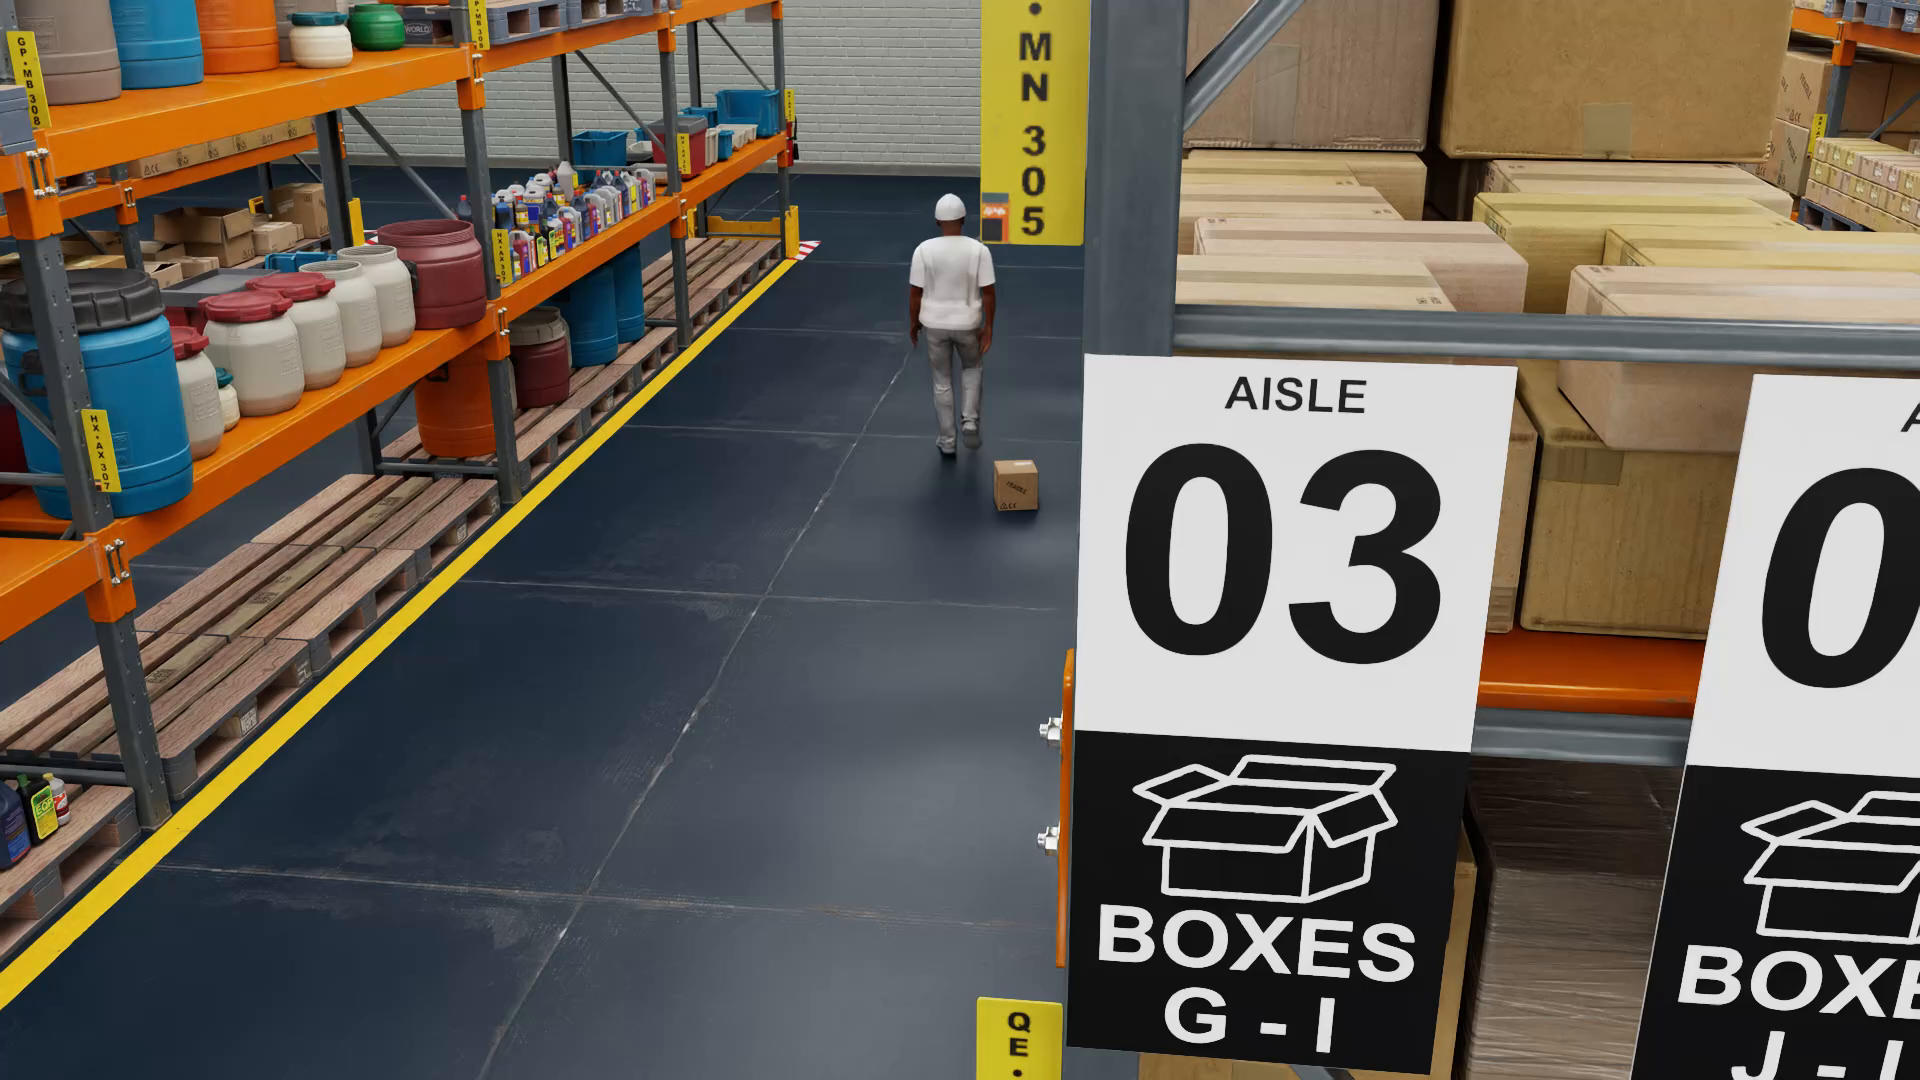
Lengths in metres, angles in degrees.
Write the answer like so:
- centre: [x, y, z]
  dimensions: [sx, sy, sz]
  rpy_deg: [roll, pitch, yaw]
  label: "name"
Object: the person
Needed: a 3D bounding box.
- centre: [-0.055, -1.468, 11.322]
  dimensions: [0.578, 1.781, 0.458]
  rpy_deg: [-1, 21, -2]
  label: "person"
